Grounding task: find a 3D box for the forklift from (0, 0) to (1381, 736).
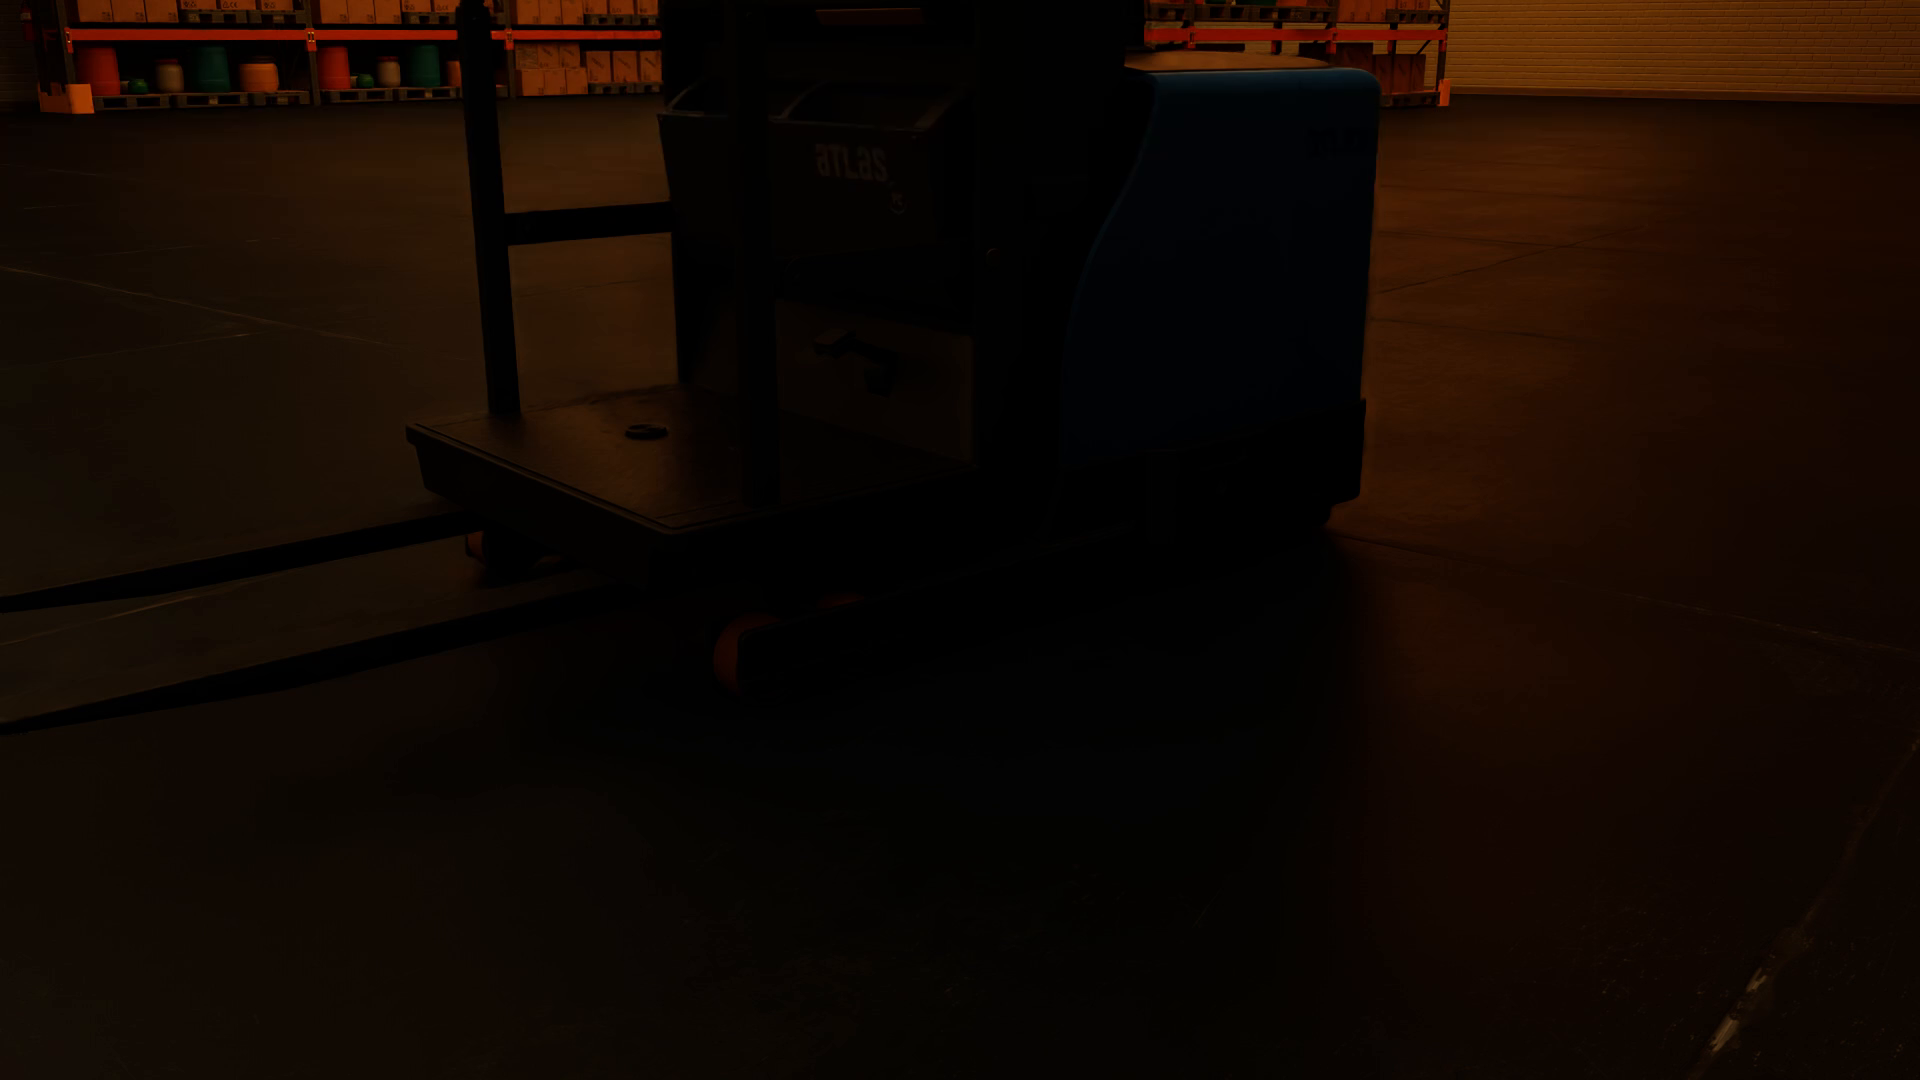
[{"bbox_3d":[-0.468,-1.278,3.105,3.031,2.935,1.130,-14,22,-39],"label":"forklift"}]
